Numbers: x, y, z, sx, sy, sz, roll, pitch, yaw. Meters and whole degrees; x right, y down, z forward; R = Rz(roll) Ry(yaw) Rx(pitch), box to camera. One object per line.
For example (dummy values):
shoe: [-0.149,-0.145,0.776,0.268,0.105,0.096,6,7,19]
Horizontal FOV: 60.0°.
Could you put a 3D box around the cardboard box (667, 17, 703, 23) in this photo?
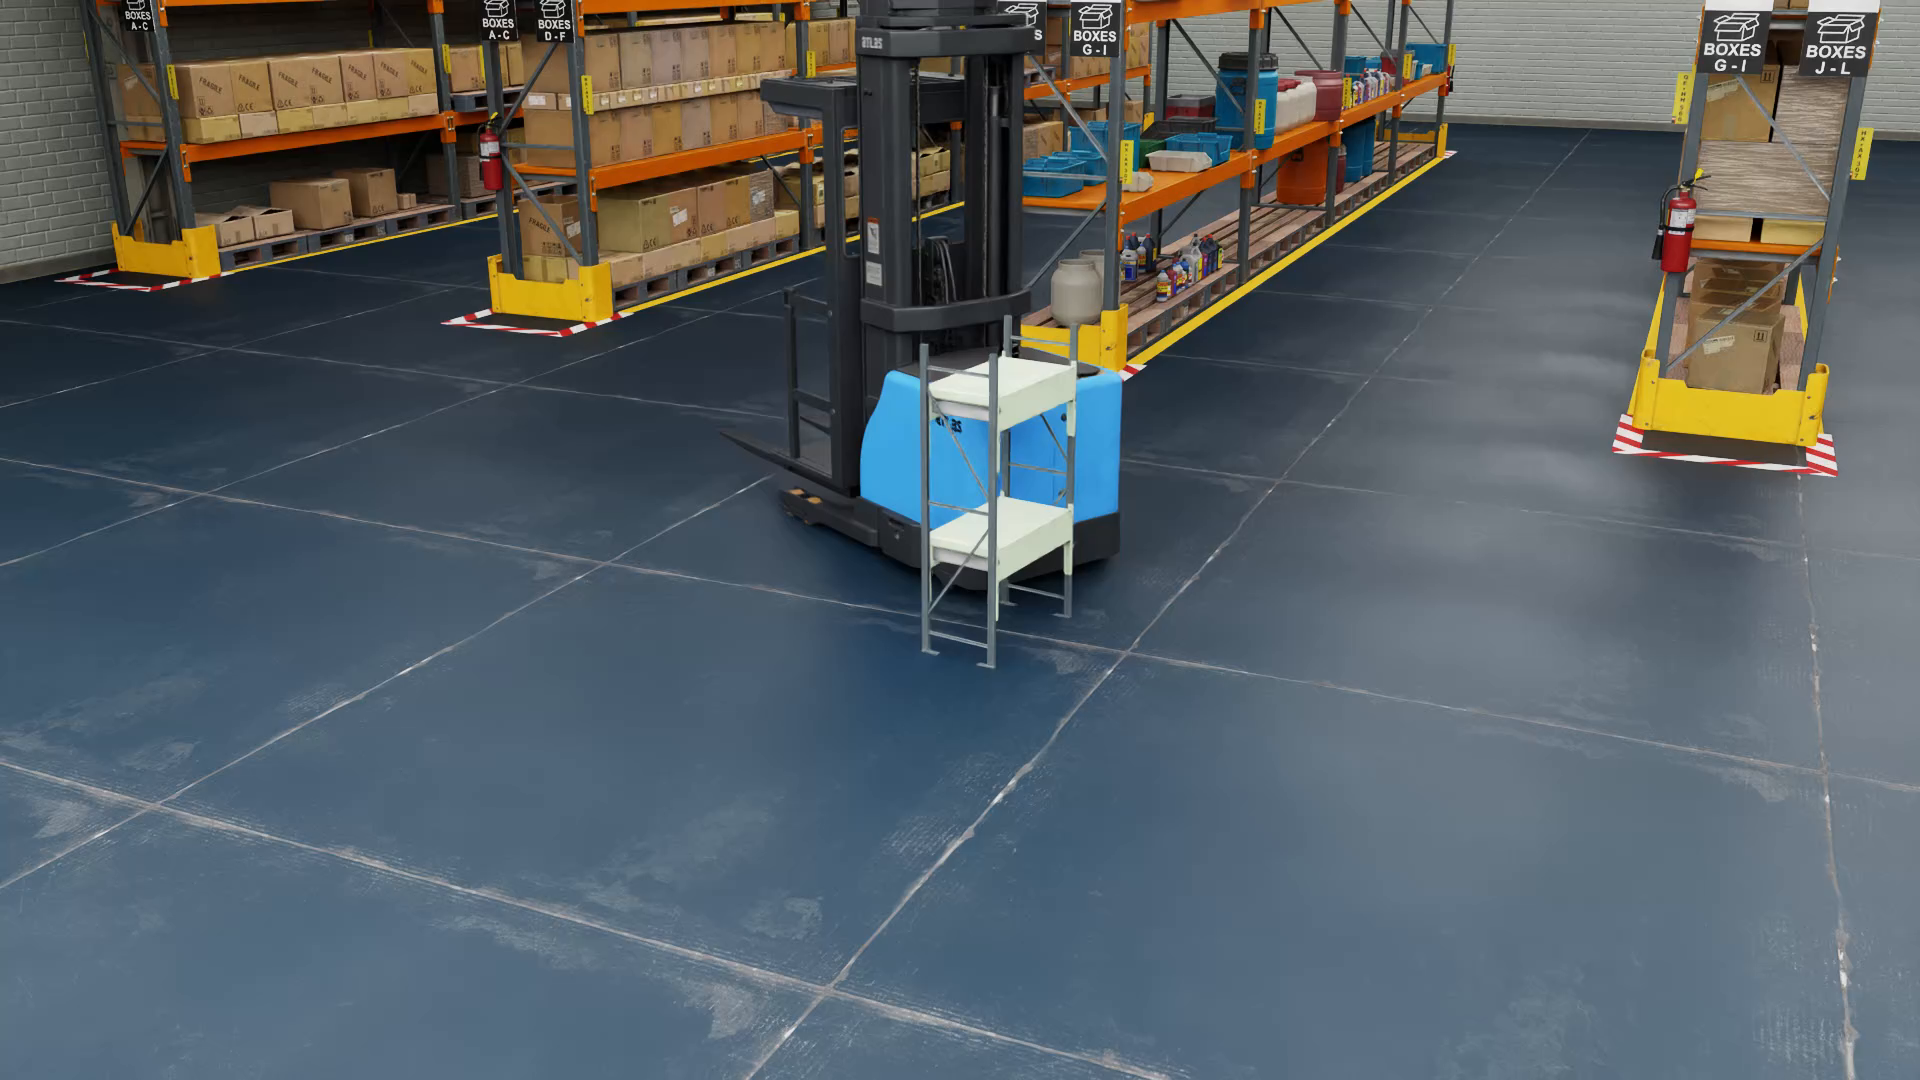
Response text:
cardboard box: [-4.151,-7.604,24.631,0.500,0.250,0.500,9,21,23]

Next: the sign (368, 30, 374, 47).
sign: [-7.139,-6.030,20.221,0.100,0.325,0.005,9,21,23]

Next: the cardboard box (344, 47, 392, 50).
cardboard box: [-7.014,-5.587,19.777,0.500,0.500,0.500,8,21,21]

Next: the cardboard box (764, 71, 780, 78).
cardboard box: [-2.129,-4.896,17.642,0.380,0.149,0.250,8,21,22]

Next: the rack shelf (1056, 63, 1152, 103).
rack shelf: [1.985,-7.449,27.012,1.077,0.370,4.000,9,21,23]

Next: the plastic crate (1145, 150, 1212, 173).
plastic crate: [1.974,-3.395,14.932,0.530,0.136,0.437,9,21,23]

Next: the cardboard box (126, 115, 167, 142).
cardboard box: [-8.254,-4.295,17.264,0.500,0.250,0.500,9,21,23]

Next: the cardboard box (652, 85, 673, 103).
cardboard box: [-2.970,-4.267,15.875,0.380,0.149,0.250,8,21,21]

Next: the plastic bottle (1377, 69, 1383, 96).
plastic bottle: [5.606,-6.147,22.350,0.144,0.351,0.185,9,21,23]

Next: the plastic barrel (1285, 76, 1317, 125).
plastic barrel: [3.819,-4.982,18.835,0.421,0.512,0.421,0,20,0]

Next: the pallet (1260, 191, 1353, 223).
pallet: [4.330,-4.206,20.981,1.003,0.211,1.213,9,21,23]

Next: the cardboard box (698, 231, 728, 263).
cardboard box: [-2.710,-3.003,16.912,0.500,0.250,0.500,9,21,23]

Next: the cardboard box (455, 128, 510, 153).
cardboard box: [-6.167,-5.155,21.443,0.500,0.250,0.500,8,21,22]

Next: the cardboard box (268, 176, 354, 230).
cardboard box: [-7.324,-3.807,18.772,0.700,0.500,0.500,7,21,19]

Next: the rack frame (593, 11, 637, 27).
rack frame: [-4.993,-6.633,23.642,1.000,3.000,0.127,9,21,23]

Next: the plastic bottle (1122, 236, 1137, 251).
plastic bottle: [1.621,-2.762,16.056,0.144,0.351,0.185,8,21,20]

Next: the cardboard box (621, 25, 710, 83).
cardboard box: [-2.902,-4.793,16.384,0.700,0.500,0.500,9,21,23]

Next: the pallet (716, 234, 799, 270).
pallet: [-2.474,-3.180,18.096,1.003,0.211,1.213,9,21,23]

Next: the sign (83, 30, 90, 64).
sign: [-8.767,-4.964,16.750,0.100,0.325,0.005,9,21,23]

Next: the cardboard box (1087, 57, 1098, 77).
cardboard box: [1.830,-7.499,25.930,0.500,0.500,0.500,9,21,24]

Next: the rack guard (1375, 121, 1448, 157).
rack guard: [7.319,-6.550,27.141,1.175,0.500,0.348,9,21,23]

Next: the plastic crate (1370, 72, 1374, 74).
plastic crate: [5.897,-6.774,24.360,0.437,0.125,0.590,9,21,23]

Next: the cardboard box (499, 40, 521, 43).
cardboard box: [-5.666,-6.358,22.065,0.700,0.500,0.500,9,21,23]

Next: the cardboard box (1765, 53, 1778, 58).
cardboard box: [5.694,-3.315,12.227,0.500,0.500,0.500,9,21,23]

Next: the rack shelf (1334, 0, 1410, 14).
rack shelf: [4.864,-6.959,21.157,1.077,0.370,4.000,9,21,23]

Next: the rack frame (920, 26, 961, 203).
rack frame: [-0.472,-5.954,21.734,1.000,3.000,0.127,9,21,23]

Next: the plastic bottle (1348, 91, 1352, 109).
plastic bottle: [4.803,-5.482,20.582,0.061,0.283,0.133,9,21,23]

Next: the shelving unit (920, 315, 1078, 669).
shelving unit: [0.190,-0.245,7.918,0.431,1.500,0.755,12,23,30]

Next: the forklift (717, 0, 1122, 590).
forklift: [-0.412,-1.552,9.459,1.130,2.935,3.031,-14,24,-34]

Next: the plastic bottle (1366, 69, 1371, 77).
plastic bottle: [5.474,-6.167,22.406,0.144,0.351,0.185,9,21,23]

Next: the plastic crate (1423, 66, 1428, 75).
plastic crate: [7.021,-7.262,25.716,0.396,0.136,0.243,9,21,23]

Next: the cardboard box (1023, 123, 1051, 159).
cardboard box: [1.015,-5.866,24.561,0.500,0.500,0.500,9,21,23]

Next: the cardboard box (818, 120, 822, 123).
cardboard box: [-1.561,-4.856,19.021,0.380,0.149,0.250,9,21,23]

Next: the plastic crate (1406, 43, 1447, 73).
plastic crate: [7.355,-7.636,26.321,0.616,0.435,0.499,9,21,23]

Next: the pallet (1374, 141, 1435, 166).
pallet: [6.948,-6.158,26.470,1.003,0.211,1.213,9,21,23]

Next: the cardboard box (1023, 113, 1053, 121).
cardboard box: [1.140,-6.420,26.117,0.500,0.500,0.500,9,21,23]

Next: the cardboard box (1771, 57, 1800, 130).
cardboard box: [5.973,-3.089,11.593,0.500,0.500,0.500,9,21,23]

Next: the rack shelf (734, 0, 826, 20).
rack shelf: [-1.291,-6.417,19.633,1.077,0.370,4.000,9,21,23]

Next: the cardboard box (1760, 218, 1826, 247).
cardboard box: [5.622,-2.084,11.228,0.380,0.149,0.250,9,21,23]

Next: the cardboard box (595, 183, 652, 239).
cardboard box: [-3.404,-3.277,16.563,0.500,0.500,0.500,9,21,23]

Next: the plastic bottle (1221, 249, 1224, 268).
plastic bottle: [2.543,-2.786,16.345,0.097,0.201,0.097,0,20,0]

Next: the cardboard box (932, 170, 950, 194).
cardboard box: [-0.465,-4.662,21.578,0.500,0.250,0.500,9,22,24]

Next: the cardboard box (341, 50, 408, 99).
cardboard box: [-6.741,-5.362,19.143,0.500,0.500,0.500,8,21,22]

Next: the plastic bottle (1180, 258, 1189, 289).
plastic bottle: [2.061,-2.458,15.320,0.097,0.271,0.097,0,20,0]

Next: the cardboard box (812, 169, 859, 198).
cardboard box: [-1.504,-4.142,19.280,0.500,0.311,0.500,8,21,22]

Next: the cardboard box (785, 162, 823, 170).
cardboard box: [-1.792,-4.373,19.929,0.500,0.311,0.500,8,21,23]

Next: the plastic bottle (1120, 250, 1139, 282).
plastic bottle: [1.592,-2.584,15.667,0.152,0.276,0.135,9,21,23]

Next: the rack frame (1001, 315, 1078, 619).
rack frame: [0.386,-0.348,8.209,0.400,1.500,0.023,12,23,30]

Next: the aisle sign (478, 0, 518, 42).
aisle sign: [-4.043,-4.754,14.479,0.394,0.787,0.004,9,21,23]

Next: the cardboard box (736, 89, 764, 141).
cardboard box: [-2.496,-4.480,17.440,0.700,0.500,0.500,8,21,22]

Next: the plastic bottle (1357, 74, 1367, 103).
plastic bottle: [5.154,-5.810,21.403,0.144,0.351,0.185,9,21,23]

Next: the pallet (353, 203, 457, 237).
pallet: [-6.874,-3.886,20.080,1.003,0.211,1.213,9,21,23]
